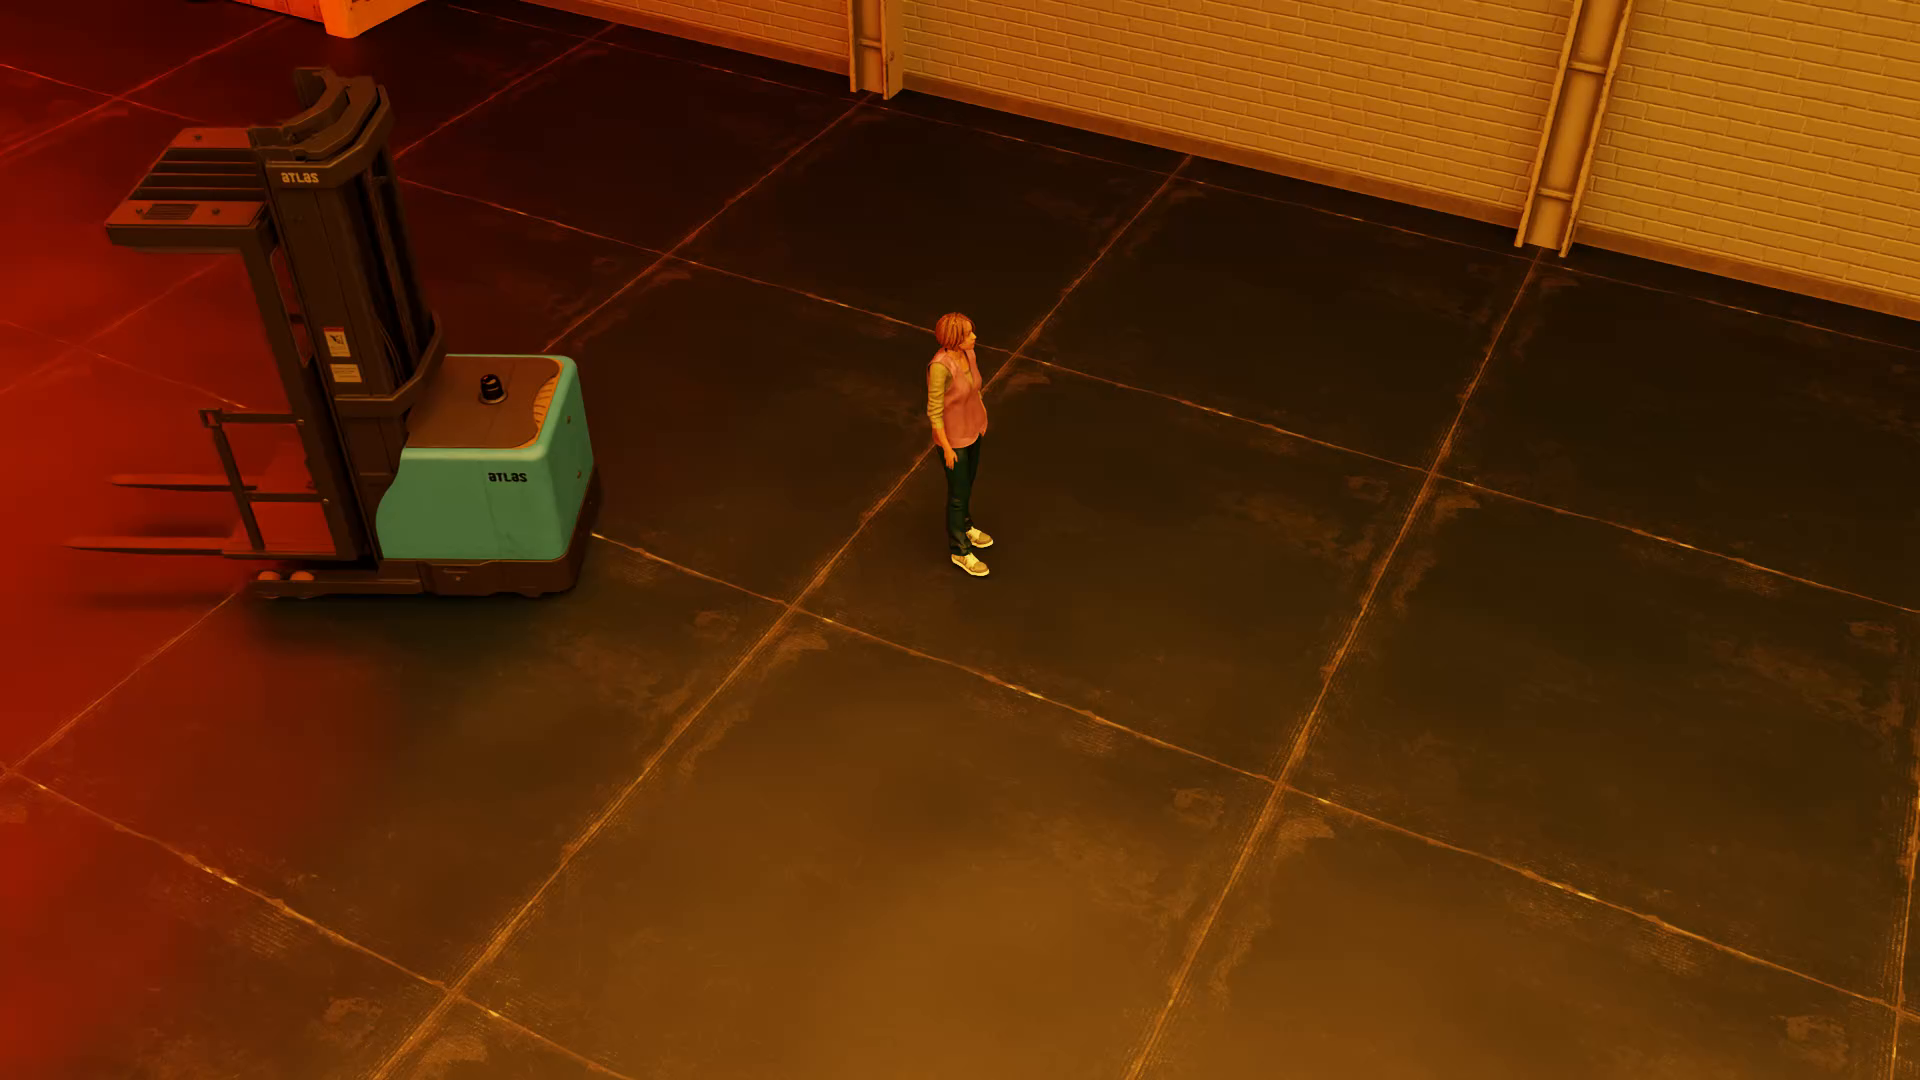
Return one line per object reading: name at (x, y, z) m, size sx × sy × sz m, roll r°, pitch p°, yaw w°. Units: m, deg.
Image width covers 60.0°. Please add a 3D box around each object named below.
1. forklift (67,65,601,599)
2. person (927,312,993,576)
forklift at (-3.788, -1.112, 9.307) m, size 3.031 × 2.935 × 1.130 m, roll 1°, pitch 40°, yaw 1°
person at (0.060, -0.586, 9.707) m, size 0.473 × 1.599 × 0.521 m, roll 18°, pitch 43°, yaw 21°
